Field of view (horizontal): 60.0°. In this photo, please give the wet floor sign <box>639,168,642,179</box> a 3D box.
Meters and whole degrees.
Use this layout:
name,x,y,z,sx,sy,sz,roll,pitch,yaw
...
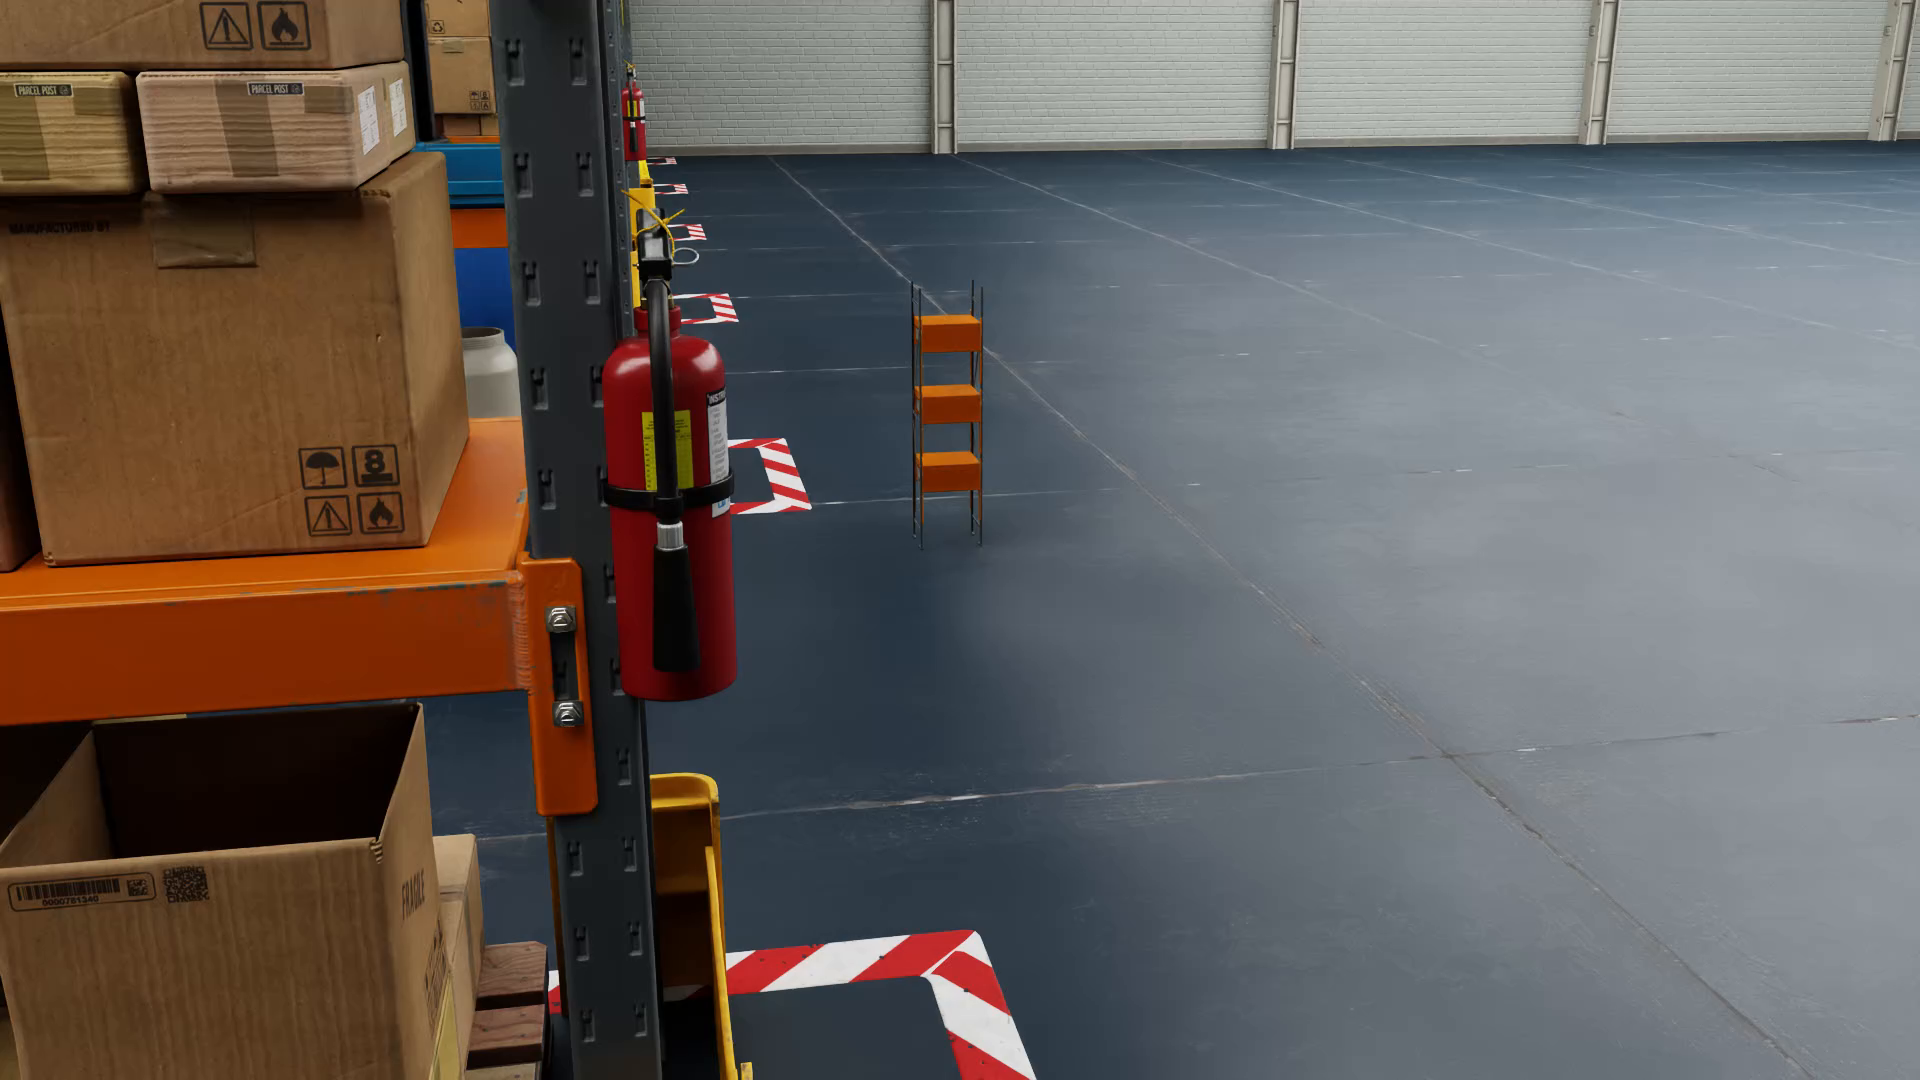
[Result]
name,x,y,z,sx,sy,sz,roll,pitch,yaw
wet floor sign,-3.666,-4.027,18.823,0.232,0.644,0.267,-6,18,-20

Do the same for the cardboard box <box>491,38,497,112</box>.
name,x,y,z,sx,sy,sz,roll,pitch,yaw
cardboard box,-3.023,-3.312,11.808,0.500,0.500,0.875,-3,17,-10

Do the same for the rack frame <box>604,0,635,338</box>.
name,x,y,z,sx,sy,sz,roll,pitch,yaw
rack frame,-1.538,-1.716,7.291,0.127,3.000,1.000,-3,17,-10

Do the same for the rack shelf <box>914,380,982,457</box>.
name,x,y,z,sx,sy,sz,roll,pitch,yaw
rack shelf,-0.053,-0.489,6.651,0.240,0.259,0.215,-3,17,-10

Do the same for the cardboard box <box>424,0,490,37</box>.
name,x,y,z,sx,sy,sz,roll,pitch,yaw
cardboard box,-3.460,-3.681,11.307,0.500,0.500,0.500,-3,17,-10

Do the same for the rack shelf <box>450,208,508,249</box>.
name,x,y,z,sx,sy,sz,roll,pitch,yaw
rack shelf,-3.502,-1.261,7.034,4.000,0.370,1.077,-3,17,-10

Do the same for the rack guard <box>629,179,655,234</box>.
name,x,y,z,sx,sy,sz,roll,pitch,yaw
rack guard,-3.296,-3.386,16.985,0.348,0.500,1.175,-3,17,-10

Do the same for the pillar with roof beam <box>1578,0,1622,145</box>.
name,x,y,z,sx,sy,sz,roll,pitch,yaw
pillar with roof beam,12.332,-10.282,24.962,0.400,9.000,9.100,-3,17,-10

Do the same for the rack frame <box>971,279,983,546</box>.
name,x,y,z,sx,sy,sz,roll,pitch,yaw
rack frame,0.067,-0.506,6.670,0.008,1.050,0.200,-3,17,-10

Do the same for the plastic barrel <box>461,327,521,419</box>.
name,x,y,z,sx,sy,sz,roll,pitch,yaw
plastic barrel,-2.170,-0.669,7.404,0.421,0.512,0.421,0,17,0

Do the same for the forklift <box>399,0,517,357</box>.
name,x,y,z,sx,sy,sz,roll,pitch,yaw
forklift,-3.756,-2.293,9.285,3.031,2.935,1.130,0,17,0

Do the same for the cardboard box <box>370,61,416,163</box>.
name,x,y,z,sx,sy,sz,roll,pitch,yaw
cardboard box,-1.028,-0.686,2.663,0.250,0.149,0.380,-3,17,-11

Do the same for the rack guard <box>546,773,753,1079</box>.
name,x,y,z,sx,sy,sz,roll,pitch,yaw
rack guard,-0.578,0.905,3.013,0.348,0.500,1.175,-3,17,-10

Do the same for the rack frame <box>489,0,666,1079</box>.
name,x,y,z,sx,sy,sz,roll,pitch,yaw
rack frame,-0.602,-0.288,2.642,0.127,3.000,1.000,-3,17,-10

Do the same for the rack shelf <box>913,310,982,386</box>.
name,x,y,z,sx,sy,sz,roll,pitch,yaw
rack shelf,-0.053,-0.760,6.568,0.240,0.259,0.215,-3,17,-10

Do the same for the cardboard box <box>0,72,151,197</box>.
name,x,y,z,sx,sy,sz,roll,pitch,yaw
cardboard box,-1.198,-0.555,2.235,0.250,0.149,0.380,-3,17,-9

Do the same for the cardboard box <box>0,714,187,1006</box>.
name,x,y,z,sx,sy,sz,roll,pitch,yaw
cardboard box,-1.661,0.461,2.893,0.500,0.500,0.500,-3,17,-10

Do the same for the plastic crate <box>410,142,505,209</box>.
name,x,y,z,sx,sy,sz,roll,pitch,yaw
plastic crate,-1.973,-1.531,6.942,0.616,0.251,0.499,-3,17,-10

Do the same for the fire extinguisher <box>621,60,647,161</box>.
name,x,y,z,sx,sy,sz,roll,pitch,yaw
fire extinguisher,-2.278,-2.981,11.540,0.183,0.674,0.296,-3,17,-10

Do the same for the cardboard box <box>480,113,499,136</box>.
name,x,y,z,sx,sy,sz,roll,pitch,yaw
cardboard box,-3.199,-2.906,11.593,0.250,0.149,0.380,-3,17,-10

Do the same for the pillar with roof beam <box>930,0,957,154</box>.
name,x,y,z,sx,sy,sz,roll,pitch,yaw
pillar with roof beam,0.550,-9.614,22.786,0.400,9.000,9.100,-3,17,-10

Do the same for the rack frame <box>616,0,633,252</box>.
name,x,y,z,sx,sy,sz,roll,pitch,yaw
rack frame,-2.477,-3.144,11.940,0.127,3.000,1.000,-3,17,-10

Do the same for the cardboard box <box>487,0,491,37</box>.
name,x,y,z,sx,sy,sz,roll,pitch,yaw
cardboard box,-2.971,-3.710,11.403,0.500,0.500,0.500,-3,17,-10

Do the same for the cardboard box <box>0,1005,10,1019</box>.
name,x,y,z,sx,sy,sz,roll,pitch,yaw
cardboard box,-1.661,0.820,3.001,0.500,0.250,0.500,-3,17,-10

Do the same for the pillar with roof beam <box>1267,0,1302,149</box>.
name,x,y,z,sx,sy,sz,roll,pitch,yaw
pillar with roof beam,6.441,-9.948,23.874,0.400,9.000,9.100,-3,17,-10

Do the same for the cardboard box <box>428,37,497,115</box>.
name,x,y,z,sx,sy,sz,roll,pitch,yaw
cardboard box,-3.491,-3.249,11.605,0.500,0.500,0.875,-3,17,-10

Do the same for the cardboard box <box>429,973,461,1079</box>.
name,x,y,z,sx,sy,sz,roll,pitch,yaw
cardboard box,-1.072,0.940,2.609,0.500,0.250,0.500,-3,17,-10

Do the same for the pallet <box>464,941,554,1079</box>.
name,x,y,z,sx,sy,sz,roll,pitch,yaw
pallet,-1.345,1.099,2.873,1.213,0.211,1.003,-3,17,-10

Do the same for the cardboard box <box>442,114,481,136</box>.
name,x,y,z,sx,sy,sz,roll,pitch,yaw
cardboard box,-3.448,-2.897,11.562,0.250,0.149,0.380,-3,17,-10

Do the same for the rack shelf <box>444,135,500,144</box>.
name,x,y,z,sx,sy,sz,roll,pitch,yaw
rack shelf,-4.441,-2.689,11.683,4.000,0.370,1.077,-3,17,-10

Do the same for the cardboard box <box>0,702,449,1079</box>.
name,x,y,z,sx,sy,sz,roll,pitch,yaw
cardboard box,-1.072,0.582,2.497,0.500,0.500,0.500,-3,17,-10

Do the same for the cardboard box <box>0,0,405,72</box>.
name,x,y,z,sx,sy,sz,roll,pitch,yaw
cardboard box,-1.115,-0.931,2.354,0.500,0.500,0.700,-3,17,-10

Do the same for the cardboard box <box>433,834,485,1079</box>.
name,x,y,z,sx,sy,sz,roll,pitch,yaw
cardboard box,-1.171,0.791,3.095,0.500,0.250,0.500,-3,17,-10

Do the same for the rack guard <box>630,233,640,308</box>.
name,x,y,z,sx,sy,sz,roll,pitch,yaw
rack guard,-2.552,-1.945,12.293,0.348,0.500,1.175,-3,17,-10

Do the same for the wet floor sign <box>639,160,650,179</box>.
name,x,y,z,sx,sy,sz,roll,pitch,yaw
wet floor sign,-3.968,-4.578,20.617,0.232,0.644,0.267,3,17,9

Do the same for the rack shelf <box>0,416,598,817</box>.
name,x,y,z,sx,sy,sz,roll,pitch,yaw
rack shelf,-2.566,0.167,2.385,4.000,0.370,1.077,-3,17,-10

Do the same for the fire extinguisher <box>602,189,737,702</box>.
name,x,y,z,sx,sy,sz,roll,pitch,yaw
fire extinguisher,-0.398,-0.124,2.239,0.183,0.674,0.296,-3,17,-10

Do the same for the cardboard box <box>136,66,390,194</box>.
name,x,y,z,sx,sy,sz,roll,pitch,yaw
cardboard box,-0.941,-0.570,2.284,0.250,0.149,0.380,-4,17,-11

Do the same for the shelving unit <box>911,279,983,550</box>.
name,x,y,z,sx,sy,sz,roll,pitch,yaw
shelving unit,-0.053,-0.499,6.648,0.252,1.050,0.215,-3,17,-10

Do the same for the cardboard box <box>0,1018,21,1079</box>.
name,x,y,z,sx,sy,sz,roll,pitch,yaw
cardboard box,-1.561,0.972,2.507,0.500,0.250,0.500,-3,17,-10

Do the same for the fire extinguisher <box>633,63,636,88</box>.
name,x,y,z,sx,sy,sz,roll,pitch,yaw
fire extinguisher,-4.158,-5.838,20.841,0.183,0.674,0.296,-3,17,-10

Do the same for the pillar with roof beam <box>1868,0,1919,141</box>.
name,x,y,z,sx,sy,sz,roll,pitch,yaw
pillar with roof beam,18.224,-10.616,26.050,0.400,9.000,9.100,-3,17,-10

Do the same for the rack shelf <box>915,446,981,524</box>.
name,x,y,z,sx,sy,sz,roll,pitch,yaw
rack shelf,-0.053,-0.223,6.733,0.240,0.259,0.215,-3,17,-10

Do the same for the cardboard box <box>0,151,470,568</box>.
name,x,y,z,sx,sy,sz,roll,pitch,yaw
cardboard box,-1.063,-0.314,2.554,0.500,0.500,0.700,-3,17,-10

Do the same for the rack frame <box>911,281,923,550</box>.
name,x,y,z,sx,sy,sz,roll,pitch,yaw
rack frame,-0.172,-0.492,6.626,0.008,1.050,0.200,-3,17,-10

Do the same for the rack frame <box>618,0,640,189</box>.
name,x,y,z,sx,sy,sz,roll,pitch,yaw
rack frame,-3.319,-4.580,16.614,0.127,3.000,1.000,-3,17,-10

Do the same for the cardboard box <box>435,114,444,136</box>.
name,x,y,z,sx,sy,sz,roll,pitch,yaw
cardboard box,-3.701,-2.895,11.556,0.250,0.149,0.380,-3,17,-10

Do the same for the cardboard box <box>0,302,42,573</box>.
name,x,y,z,sx,sy,sz,roll,pitch,yaw
cardboard box,-1.577,-0.283,2.455,0.500,0.500,0.700,-3,17,-9
